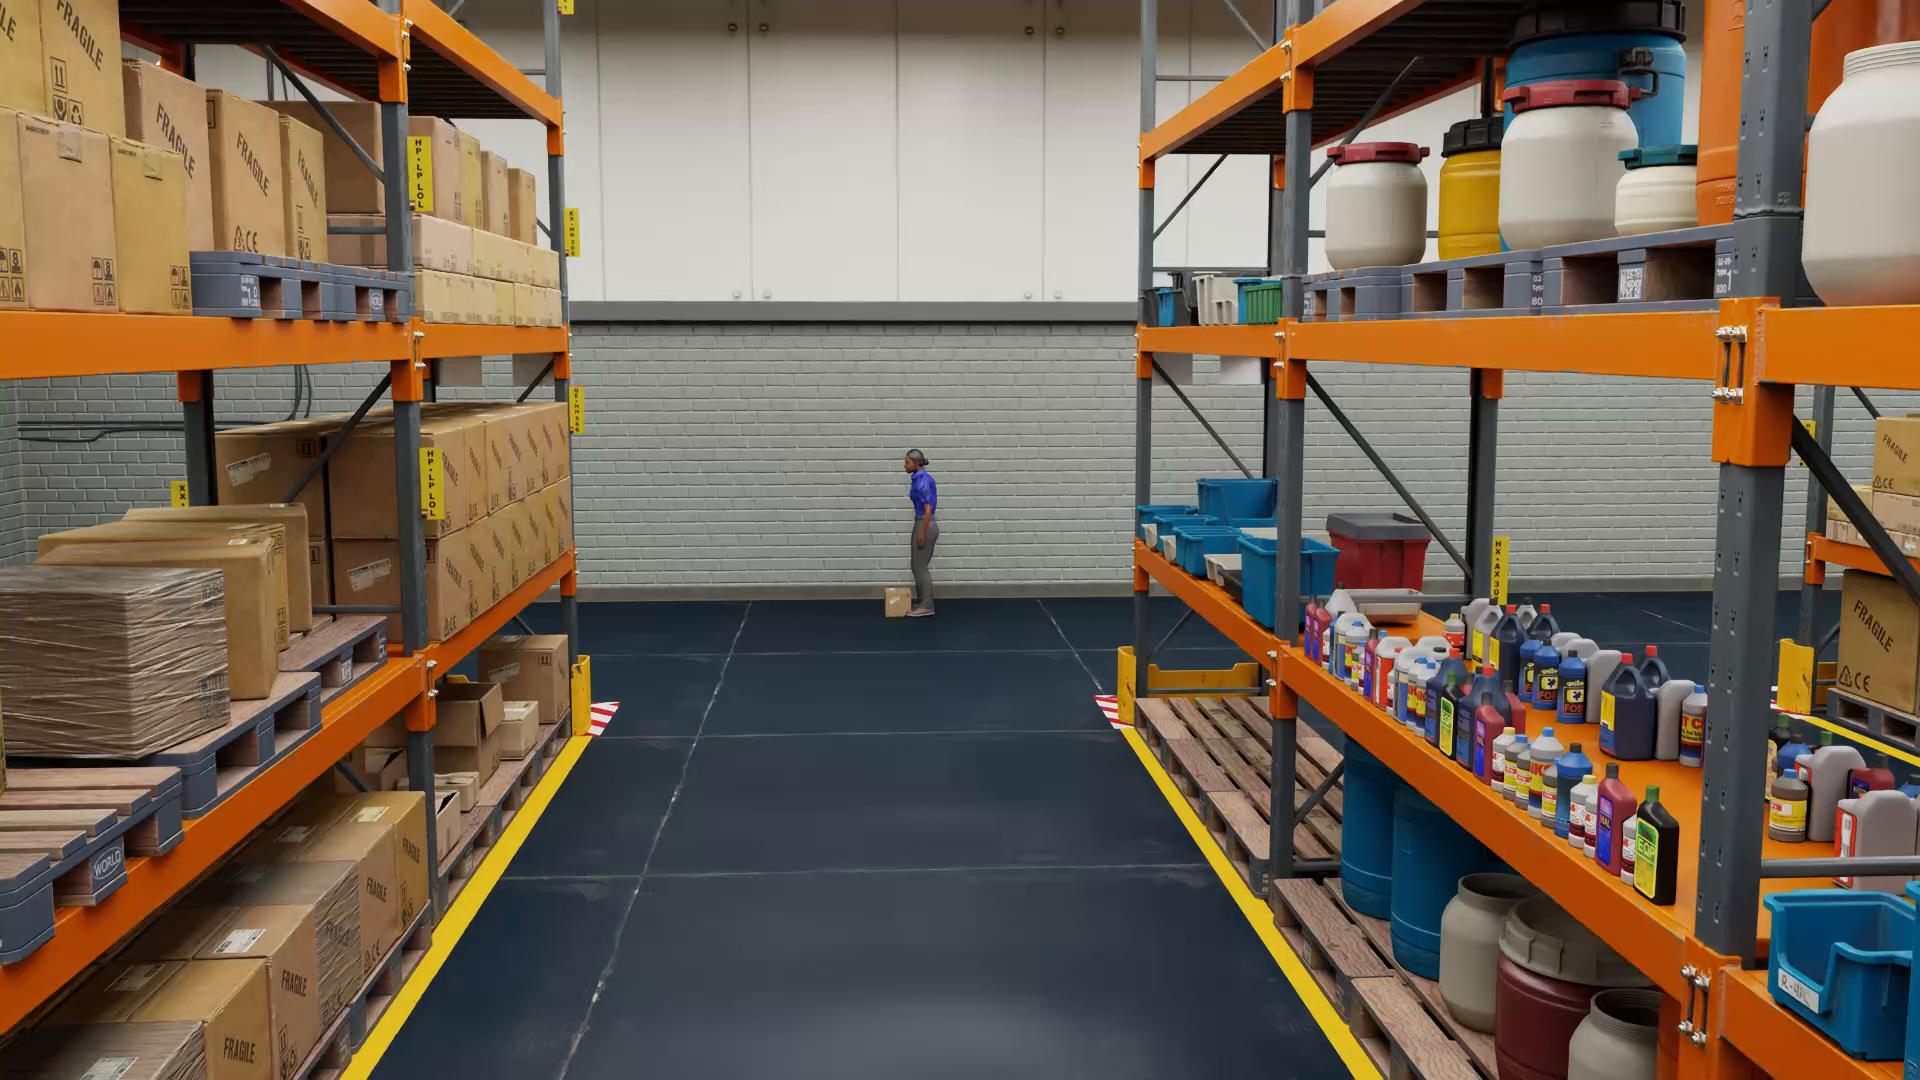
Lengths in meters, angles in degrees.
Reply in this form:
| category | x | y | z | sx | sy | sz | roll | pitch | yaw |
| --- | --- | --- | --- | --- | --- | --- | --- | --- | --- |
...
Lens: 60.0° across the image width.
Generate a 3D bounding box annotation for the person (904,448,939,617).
| category | x | y | z | sx | sy | sz | roll | pitch | yaw |
| --- | --- | --- | --- | --- | --- | --- | --- | --- | --- |
| person | -0.385 | -0.081 | 16.436 | 0.348 | 1.655 | 0.532 | -1 | 7 | -7 |
